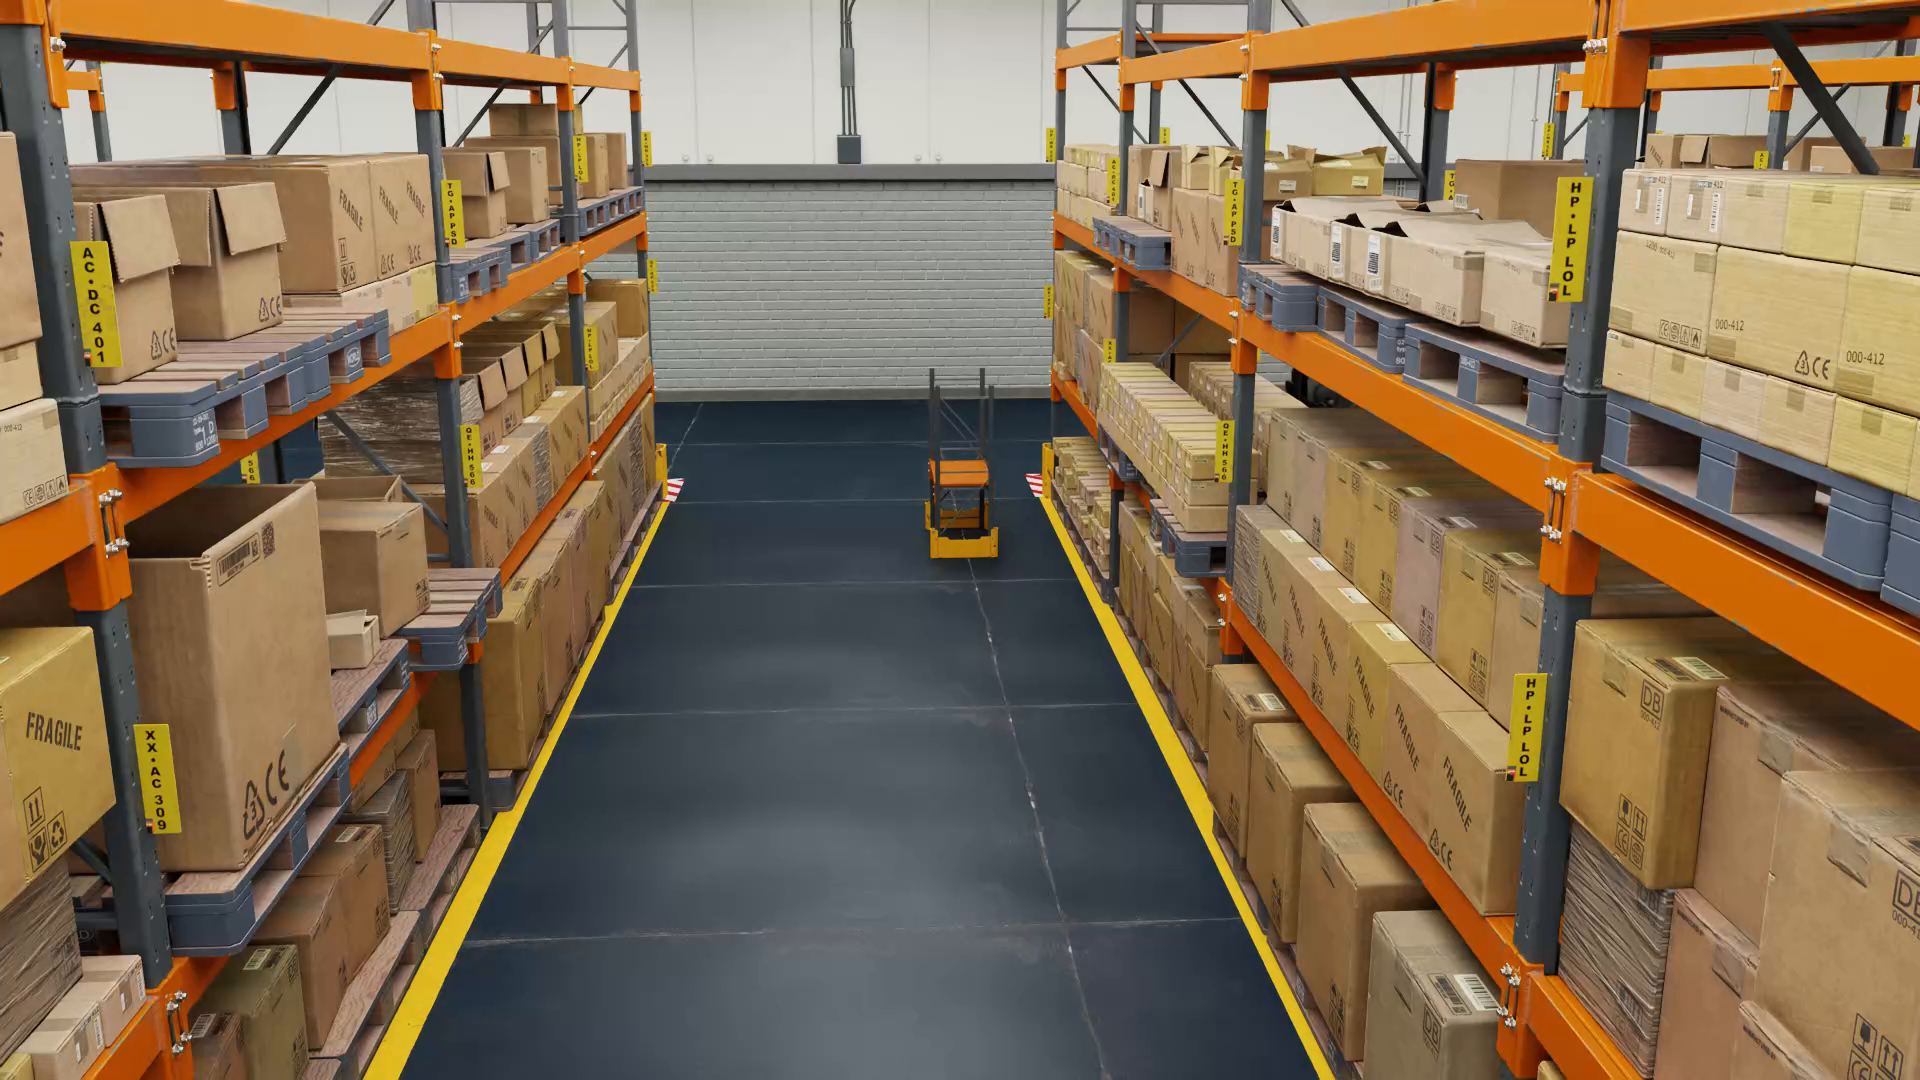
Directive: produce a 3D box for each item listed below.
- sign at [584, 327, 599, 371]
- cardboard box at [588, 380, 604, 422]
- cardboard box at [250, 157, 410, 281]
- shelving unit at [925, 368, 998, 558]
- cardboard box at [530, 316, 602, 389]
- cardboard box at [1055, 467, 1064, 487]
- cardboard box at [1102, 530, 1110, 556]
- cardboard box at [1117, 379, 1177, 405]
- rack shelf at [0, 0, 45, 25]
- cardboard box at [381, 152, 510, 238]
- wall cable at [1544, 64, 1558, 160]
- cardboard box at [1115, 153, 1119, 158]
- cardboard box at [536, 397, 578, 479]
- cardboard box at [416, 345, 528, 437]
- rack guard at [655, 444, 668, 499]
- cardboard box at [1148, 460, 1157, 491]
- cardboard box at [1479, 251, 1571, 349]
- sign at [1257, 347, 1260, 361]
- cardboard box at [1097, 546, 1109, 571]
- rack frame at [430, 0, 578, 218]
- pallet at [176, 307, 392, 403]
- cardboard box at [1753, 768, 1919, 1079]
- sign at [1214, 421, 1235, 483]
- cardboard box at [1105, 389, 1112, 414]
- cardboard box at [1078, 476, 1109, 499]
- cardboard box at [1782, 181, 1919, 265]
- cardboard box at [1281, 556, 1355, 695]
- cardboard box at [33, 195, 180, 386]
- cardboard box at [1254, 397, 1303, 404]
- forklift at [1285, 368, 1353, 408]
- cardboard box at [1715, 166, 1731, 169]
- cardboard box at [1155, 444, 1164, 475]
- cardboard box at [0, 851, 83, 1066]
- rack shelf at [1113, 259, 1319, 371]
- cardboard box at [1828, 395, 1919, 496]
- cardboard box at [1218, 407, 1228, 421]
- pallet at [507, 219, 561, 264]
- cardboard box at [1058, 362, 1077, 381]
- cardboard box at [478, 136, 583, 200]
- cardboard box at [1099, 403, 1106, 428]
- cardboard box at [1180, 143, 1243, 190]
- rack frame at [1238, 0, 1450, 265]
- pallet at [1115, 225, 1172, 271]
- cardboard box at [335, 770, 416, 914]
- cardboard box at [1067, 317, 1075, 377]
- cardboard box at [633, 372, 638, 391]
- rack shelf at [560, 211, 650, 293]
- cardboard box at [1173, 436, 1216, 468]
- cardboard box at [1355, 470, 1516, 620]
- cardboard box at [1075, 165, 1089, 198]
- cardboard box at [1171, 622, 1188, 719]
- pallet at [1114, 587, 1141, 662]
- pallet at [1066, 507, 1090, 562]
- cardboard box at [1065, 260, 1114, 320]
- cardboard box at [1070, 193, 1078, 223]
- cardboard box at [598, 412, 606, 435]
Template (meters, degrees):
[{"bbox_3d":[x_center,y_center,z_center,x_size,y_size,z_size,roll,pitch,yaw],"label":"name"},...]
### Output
[{"bbox_3d":[-2.748,-1.422,12.370,0.100,0.325,0.005,-1,14,-3],"label":"sign"},{"bbox_3d":[-3.057,-1.081,12.914,0.500,0.250,0.500,-1,14,-4],"label":"cardboard box"},{"bbox_3d":[-2.720,-1.395,7.206,0.500,0.500,0.500,-1,14,-4],"label":"cardboard box"},{"bbox_3d":[0.005,-0.707,14.766,0.587,1.500,1.083,-1,14,-3],"label":"shelving unit"},{"bbox_3d":[-3.064,-1.447,12.829,0.500,0.500,0.500,-1,14,-3],"label":"cardboard box"},{"bbox_3d":[1.132,-0.623,16.306,0.380,0.149,0.250,-1,14,-2],"label":"cardboard box"},{"bbox_3d":[1.331,0.019,13.213,0.380,0.149,0.250,-1,14,-2],"label":"cardboard box"},{"bbox_3d":[1.282,-1.010,11.400,0.380,0.149,0.250,-1,14,-4],"label":"cardboard box"},{"bbox_3d":[-2.670,-0.957,2.139,1.077,0.370,4.000,-1,14,-3],"label":"rack shelf"},{"bbox_3d":[-3.189,-2.108,10.130,0.797,0.503,0.637,-1,14,-4],"label":"cardboard box"},{"bbox_3d":[9.254,-6.415,21.825,2.988,3.039,0.133,-1,14,-3],"label":"wall cable"},{"bbox_3d":[1.375,-2.829,12.481,0.380,0.149,0.250,-2,15,-6],"label":"cardboard box"},{"bbox_3d":[-2.964,-0.702,11.535,0.500,0.500,0.500,0,14,-2],"label":"cardboard box"},{"bbox_3d":[-3.156,-0.939,10.444,0.797,0.503,0.637,0,14,-2],"label":"cardboard box"},{"bbox_3d":[-3.539,-0.679,16.663,1.175,0.500,0.348,-1,14,-3],"label":"rack guard"},{"bbox_3d":[1.366,-0.398,10.214,0.380,0.149,0.250,-2,15,-6],"label":"cardboard box"},{"bbox_3d":[1.960,-0.756,5.183,0.500,0.250,0.500,-1,14,-3],"label":"cardboard box"},{"bbox_3d":[2.221,-1.511,12.555,0.100,0.325,0.005,-1,14,-3],"label":"sign"},{"bbox_3d":[1.303,0.144,13.324,0.380,0.149,0.250,-1,14,-3],"label":"cardboard box"},{"bbox_3d":[-3.289,-3.794,11.715,1.000,3.000,0.127,-1,14,-3],"label":"rack frame"},{"bbox_3d":[-2.793,-0.674,5.984,1.213,0.211,1.003,-1,14,-3],"label":"pallet"},{"bbox_3d":[2.198,0.817,3.362,0.875,0.550,0.550,-1,14,-3],"label":"cardboard box"},{"bbox_3d":[1.374,-0.457,8.620,0.100,0.325,0.005,-1,14,-3],"label":"sign"},{"bbox_3d":[1.251,-0.997,11.945,0.380,0.149,0.250,-1,14,-5],"label":"cardboard box"},{"bbox_3d":[1.231,-0.459,14.475,0.380,0.149,0.250,-1,14,-5],"label":"cardboard box"},{"bbox_3d":[1.895,-0.635,3.314,0.380,0.149,0.250,-1,14,-4],"label":"cardboard box"},{"bbox_3d":[1.739,0.374,7.354,0.500,0.500,0.500,-1,14,-3],"label":"cardboard box"},{"bbox_3d":[-2.724,-0.724,4.751,0.797,0.503,0.637,-2,15,-6],"label":"cardboard box"},{"bbox_3d":[1.985,-0.822,10.670,0.380,0.149,0.250,-1,14,-4],"label":"cardboard box"},{"bbox_3d":[3.509,-1.341,14.355,1.130,2.935,3.031,-2,15,-9],"label":"forklift"},{"bbox_3d":[6.243,-2.835,13.233,0.396,0.266,0.258,0,14,-2],"label":"cardboard box"},{"bbox_3d":[1.378,-0.481,9.942,0.380,0.149,0.250,-1,14,-3],"label":"cardboard box"},{"bbox_3d":[-2.828,1.021,4.241,0.875,0.500,0.500,-1,14,-3],"label":"cardboard box"},{"bbox_3d":[1.791,-1.547,10.445,1.077,0.370,4.000,-1,14,-3],"label":"rack shelf"},{"bbox_3d":[1.911,-0.185,3.166,0.380,0.149,0.250,-1,14,-4],"label":"cardboard box"},{"bbox_3d":[1.955,-0.810,11.221,0.380,0.149,0.250,-2,15,-6],"label":"cardboard box"},{"bbox_3d":[-3.183,-2.022,11.229,0.805,0.209,1.217,-1,15,-6],"label":"pallet"},{"bbox_3d":[1.133,-1.598,15.720,0.380,0.149,0.250,-1,14,-5],"label":"cardboard box"},{"bbox_3d":[-3.427,-2.970,13.284,0.700,0.500,0.500,0,14,-1],"label":"cardboard box"},{"bbox_3d":[1.233,-0.917,12.233,0.380,0.149,0.250,-2,15,-6],"label":"cardboard box"},{"bbox_3d":[1.531,-2.234,9.932,0.396,0.266,0.258,-1,14,-3],"label":"cardboard box"},{"bbox_3d":[1.915,-2.851,8.048,1.000,3.000,0.127,-1,14,-3],"label":"rack frame"},{"bbox_3d":[1.667,-1.889,10.706,1.213,0.211,1.003,-1,14,-3],"label":"pallet"},{"bbox_3d":[-2.933,1.407,7.671,0.700,0.500,0.500,-2,15,-8],"label":"cardboard box"},{"bbox_3d":[1.248,-1.757,15.038,0.500,0.500,0.500,-1,14,-3],"label":"cardboard box"},{"bbox_3d":[-3.122,-1.425,15.048,0.380,0.149,0.250,-1,14,-5],"label":"cardboard box"},{"bbox_3d":[-3.413,-2.491,14.111,1.077,0.370,4.000,-1,14,-3],"label":"rack shelf"},{"bbox_3d":[1.414,-0.493,9.390,0.380,0.149,0.250,-1,14,-4],"label":"cardboard box"},{"bbox_3d":[2.032,0.014,6.745,0.700,0.500,0.500,-1,14,-4],"label":"cardboard box"},{"bbox_3d":[1.273,-3.063,14.189,0.500,0.250,0.500,-1,14,-6],"label":"cardboard box"},{"bbox_3d":[1.585,0.773,10.177,0.500,0.500,0.500,0,14,-1],"label":"cardboard box"},{"bbox_3d":[1.717,0.604,12.257,1.003,0.211,1.213,-1,14,-3],"label":"pallet"},{"bbox_3d":[1.512,-0.061,14.839,1.003,0.211,1.213,-1,14,-3],"label":"pallet"},{"bbox_3d":[1.230,-2.241,14.913,0.500,0.500,0.500,-1,14,-5],"label":"cardboard box"},{"bbox_3d":[1.265,-2.941,14.718,0.500,0.250,0.500,-1,14,-5],"label":"cardboard box"},{"bbox_3d":[-2.992,-0.911,13.053,0.380,0.149,0.250,-1,14,-5],"label":"cardboard box"}]
